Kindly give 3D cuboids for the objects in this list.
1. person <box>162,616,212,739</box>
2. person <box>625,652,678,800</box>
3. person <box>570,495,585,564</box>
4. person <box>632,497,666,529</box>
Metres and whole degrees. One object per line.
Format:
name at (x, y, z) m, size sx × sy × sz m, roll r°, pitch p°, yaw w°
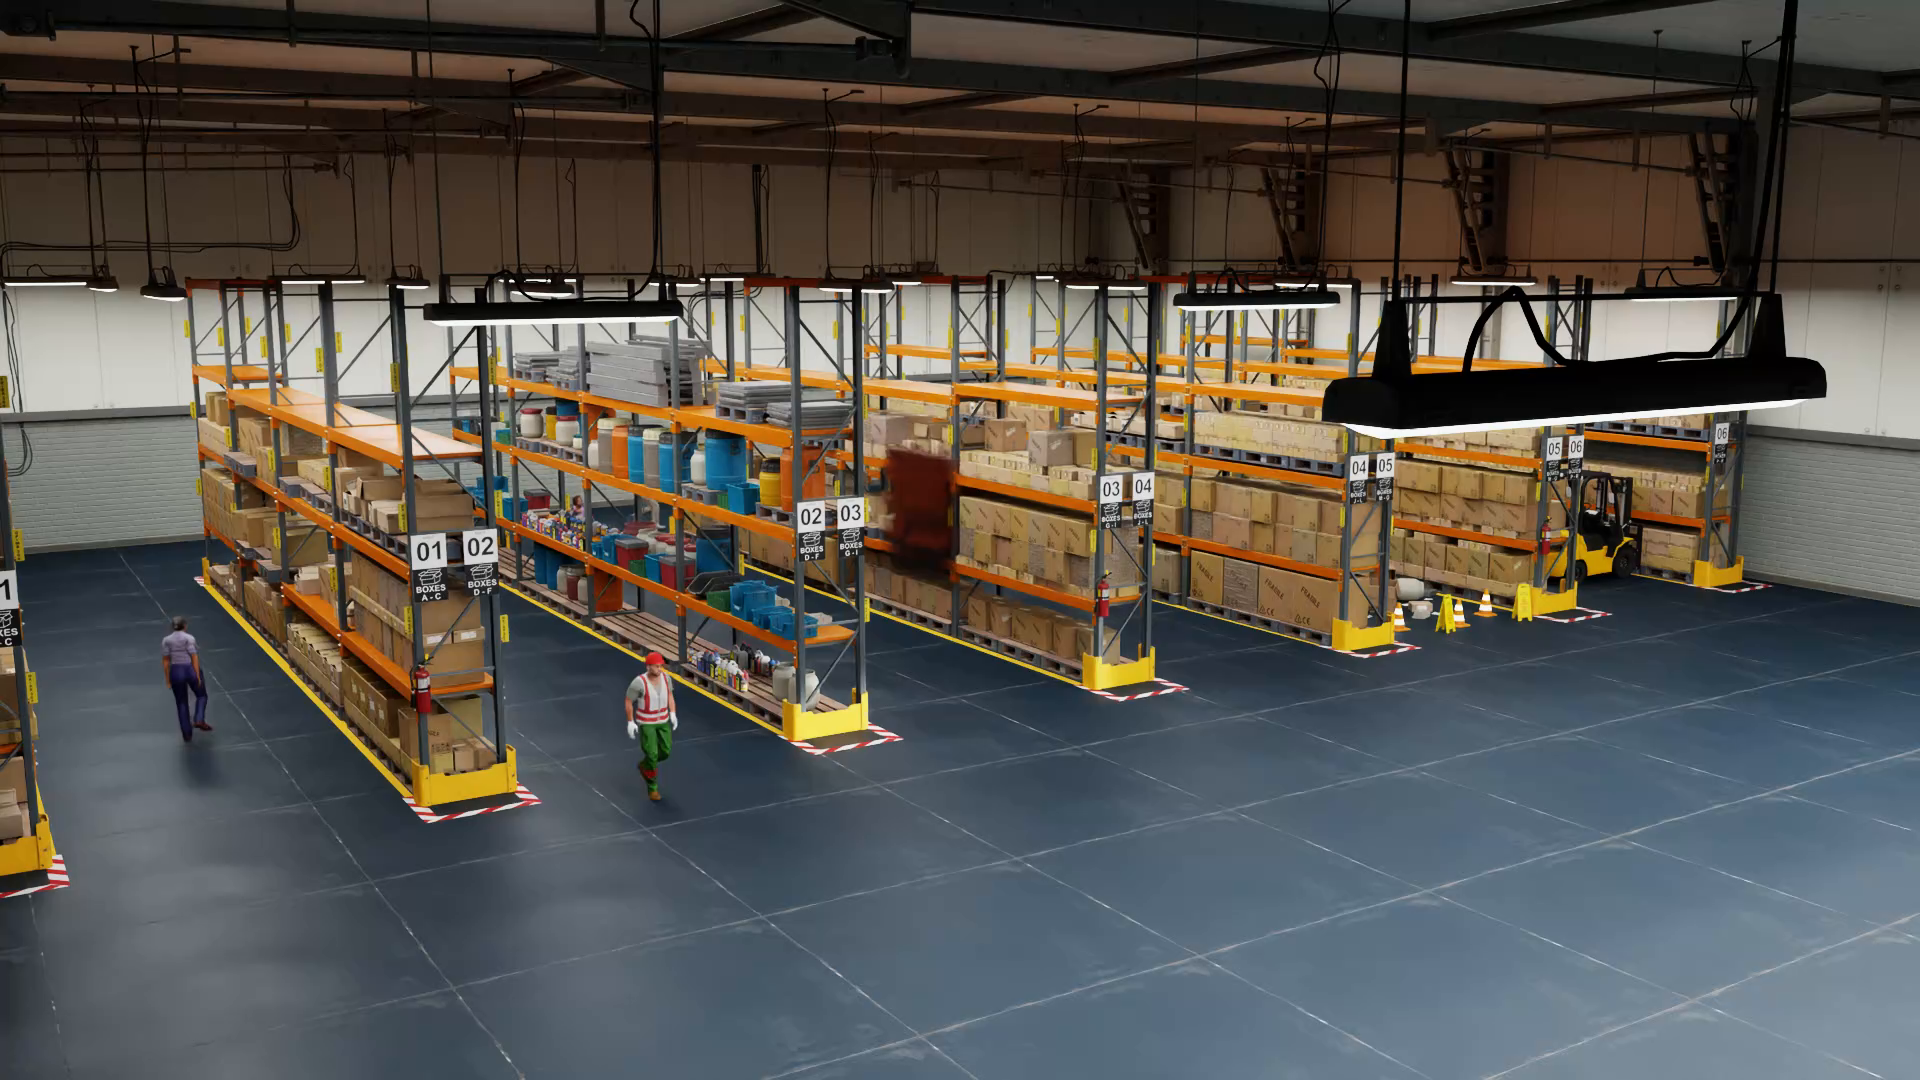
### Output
person at (-10.323, 1.867, 22.187) m, size 0.544 × 1.562 × 0.466 m, roll -4°, pitch 10°, yaw -22°
person at (-3.726, 2.170, 19.859) m, size 0.627 × 1.765 × 0.705 m, roll -9°, pitch 13°, yaw -42°
person at (-7.854, -0.163, 34.236) m, size 0.456 × 1.536 × 1.009 m, roll -8°, pitch 13°, yaw -40°
person at (-7.396, -1.122, 39.513) m, size 0.857 × 1.687 × 0.522 m, roll 1°, pitch 10°, yaw 5°
